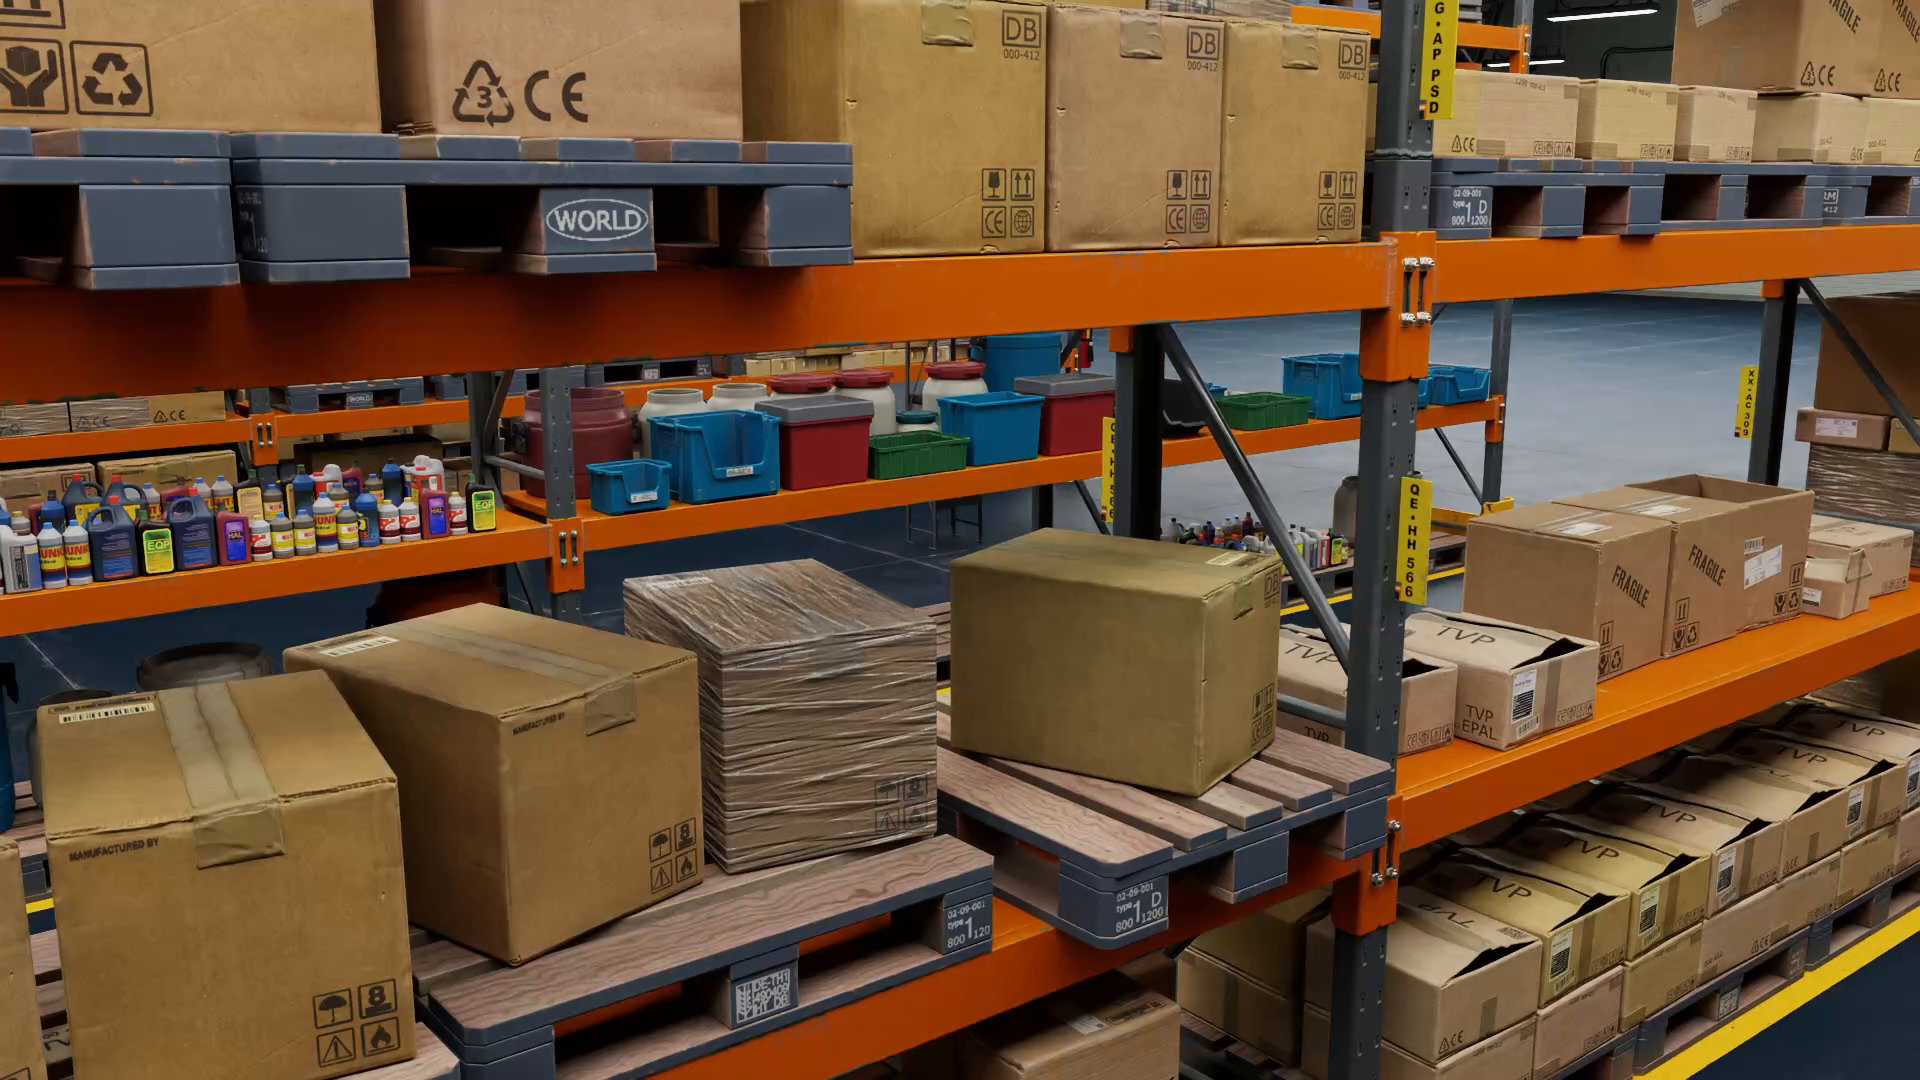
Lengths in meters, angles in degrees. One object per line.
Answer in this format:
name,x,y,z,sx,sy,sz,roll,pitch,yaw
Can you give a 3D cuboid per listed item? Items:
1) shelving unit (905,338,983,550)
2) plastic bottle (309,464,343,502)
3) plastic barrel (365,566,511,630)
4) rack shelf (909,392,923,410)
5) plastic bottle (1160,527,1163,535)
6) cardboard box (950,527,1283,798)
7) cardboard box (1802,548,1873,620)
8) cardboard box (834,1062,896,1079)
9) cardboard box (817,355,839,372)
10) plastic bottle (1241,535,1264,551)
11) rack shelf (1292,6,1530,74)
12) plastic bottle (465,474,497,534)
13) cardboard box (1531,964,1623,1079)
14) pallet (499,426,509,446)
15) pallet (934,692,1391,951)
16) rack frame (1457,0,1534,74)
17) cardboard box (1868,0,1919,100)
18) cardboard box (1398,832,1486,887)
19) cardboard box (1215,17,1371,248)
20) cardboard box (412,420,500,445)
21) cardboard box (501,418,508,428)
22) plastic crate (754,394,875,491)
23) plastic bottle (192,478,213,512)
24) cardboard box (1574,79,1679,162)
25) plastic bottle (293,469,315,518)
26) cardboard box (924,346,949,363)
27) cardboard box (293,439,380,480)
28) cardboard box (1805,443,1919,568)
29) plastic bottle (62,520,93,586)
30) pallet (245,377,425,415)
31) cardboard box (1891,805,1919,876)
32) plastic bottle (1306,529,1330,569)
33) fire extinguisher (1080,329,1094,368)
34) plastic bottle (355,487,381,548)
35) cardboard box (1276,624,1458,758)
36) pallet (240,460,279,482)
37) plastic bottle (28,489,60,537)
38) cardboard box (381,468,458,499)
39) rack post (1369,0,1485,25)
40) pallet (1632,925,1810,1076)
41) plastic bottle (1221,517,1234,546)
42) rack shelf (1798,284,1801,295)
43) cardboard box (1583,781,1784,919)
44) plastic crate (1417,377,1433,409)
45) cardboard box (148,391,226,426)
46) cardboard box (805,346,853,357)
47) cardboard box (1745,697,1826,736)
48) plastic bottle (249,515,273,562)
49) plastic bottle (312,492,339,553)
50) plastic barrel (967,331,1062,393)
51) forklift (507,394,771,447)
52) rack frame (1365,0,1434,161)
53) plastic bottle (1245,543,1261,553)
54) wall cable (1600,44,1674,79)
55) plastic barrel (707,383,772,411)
shelving unit,-0.129,-1.006,13.810,0.503,2.100,0.431,-9,15,-38
plastic bottle,-3.170,-0.235,8.313,0.135,0.276,0.152,-9,15,-38
plastic barrel,-2.640,0.563,8.470,0.708,0.830,0.600,-9,15,-38
rack shelf,-0.129,-0.992,13.812,0.480,0.518,0.431,-9,15,-38
plastic bottle,1.428,0.052,12.144,0.133,0.283,0.061,-8,14,-34
cardboard box,0.401,0.290,4.290,0.700,0.500,0.500,7,14,31
cardboard box,3.374,0.135,6.595,0.258,0.266,0.396,-10,16,-39
cardboard box,-0.512,1.598,4.342,0.500,0.500,0.500,-10,15,-38
cardboard box,-1.313,-1.639,15.233,0.250,0.149,0.380,-9,15,-38
plastic bottle,2.111,0.101,11.931,0.135,0.276,0.152,-9,15,-38
rack shelf,2.416,-3.525,11.760,4.000,0.370,1.077,-9,15,-38
plastic bottle,-2.318,-0.181,8.040,0.133,0.283,0.061,-9,15,-38
cardboard box,1.807,1.498,5.460,0.500,0.250,0.500,-10,16,-39
pallet,-4.617,-1.221,19.373,1.213,0.211,1.003,-9,15,-38
pallet,0.337,0.638,4.367,1.003,0.211,1.213,-9,15,-38
rack frame,3.978,-4.332,12.866,0.127,3.000,1.000,-9,15,-38
cardboard box,3.440,-1.967,6.495,0.500,0.500,0.500,-9,15,-37
cardboard box,1.479,1.133,5.829,0.500,0.311,0.500,-10,15,-39
cardboard box,0.503,-1.010,4.200,0.500,0.500,0.910,-9,15,-38
cardboard box,-5.688,-1.509,18.420,0.750,0.750,1.050,-10,15,-38
cardboard box,-4.725,-1.736,19.186,0.875,0.875,0.875,-9,15,-37
plastic crate,-0.816,-0.551,9.348,0.583,0.464,0.402,-9,15,-38
plastic bottle,-3.638,-0.162,7.982,0.097,0.271,0.097,0,12,0
cardboard box,1.993,-1.366,5.470,0.500,0.250,0.500,-10,15,-39
plastic bottle,-3.240,-0.212,8.217,0.097,0.271,0.097,0,12,0
cardboard box,-0.316,-1.796,15.970,0.250,0.149,0.380,-9,15,-38
cardboard box,-4.859,-0.614,12.952,0.500,0.250,0.500,-9,15,-35
cardboard box,4.288,-0.182,7.525,0.500,0.500,0.700,-10,16,-39
plastic bottle,-3.705,0.051,6.978,0.097,0.271,0.097,0,12,0
pallet,-4.873,-1.179,12.921,1.003,0.211,1.213,-9,15,-38
cardboard box,3.803,1.166,7.026,0.500,0.250,0.500,-10,15,-38
plastic bottle,2.604,0.057,12.136,0.135,0.276,0.152,-9,15,-37
fire extinguisher,1.261,-2.103,16.998,0.183,0.674,0.296,-9,15,-38
plastic bottle,-2.752,-0.108,7.724,0.097,0.271,0.097,0,12,0
cardboard box,1.134,0.448,5.013,0.500,0.311,0.500,-8,15,-34
pallet,-7.720,-0.707,16.948,1.213,0.211,1.003,-9,15,-38
plastic bottle,-4.169,-0.085,7.588,0.133,0.283,0.061,-9,15,-38
cardboard box,-4.427,-0.320,13.371,0.500,0.500,0.700,-11,16,-42
rack post,3.308,-4.010,12.553,0.954,0.300,0.937,-8,14,-32
pallet,2.442,1.550,6.319,1.213,0.211,1.003,-9,15,-38
plastic bottle,2.022,-0.036,12.586,0.097,0.271,0.097,0,12,0
rack shelf,5.508,-1.450,8.244,4.000,0.370,1.077,-9,15,-38
cardboard box,2.620,1.087,6.046,0.500,0.311,0.500,-10,15,-38
plastic crate,3.263,-1.128,12.578,0.408,0.251,0.499,-9,15,-38
cardboard box,-5.594,-1.108,11.883,0.500,0.500,0.500,-9,15,-36
cardboard box,-1.437,-1.984,15.293,0.500,0.500,0.875,-9,15,-38
cardboard box,3.467,0.804,7.381,0.500,0.311,0.500,-9,15,-37
plastic bottle,-3.132,-0.010,7.434,0.097,0.201,0.097,0,12,0
plastic bottle,-2.904,-0.082,7.605,0.097,0.271,0.097,0,12,0
plastic barrel,0.363,-1.123,10.988,0.708,0.901,0.600,-9,15,-38
forklift,-3.330,-2.257,17.700,3.031,2.935,1.130,2,12,10
rack frame,0.822,-2.490,4.192,0.127,3.000,1.000,-9,15,-38
plastic bottle,2.046,0.158,11.642,0.133,0.283,0.061,-9,15,-35
wall cable,18.725,-12.177,45.125,0.112,2.526,3.097,-9,15,-38
plastic barrel,-1.270,-0.637,9.638,0.421,0.512,0.421,0,12,0
